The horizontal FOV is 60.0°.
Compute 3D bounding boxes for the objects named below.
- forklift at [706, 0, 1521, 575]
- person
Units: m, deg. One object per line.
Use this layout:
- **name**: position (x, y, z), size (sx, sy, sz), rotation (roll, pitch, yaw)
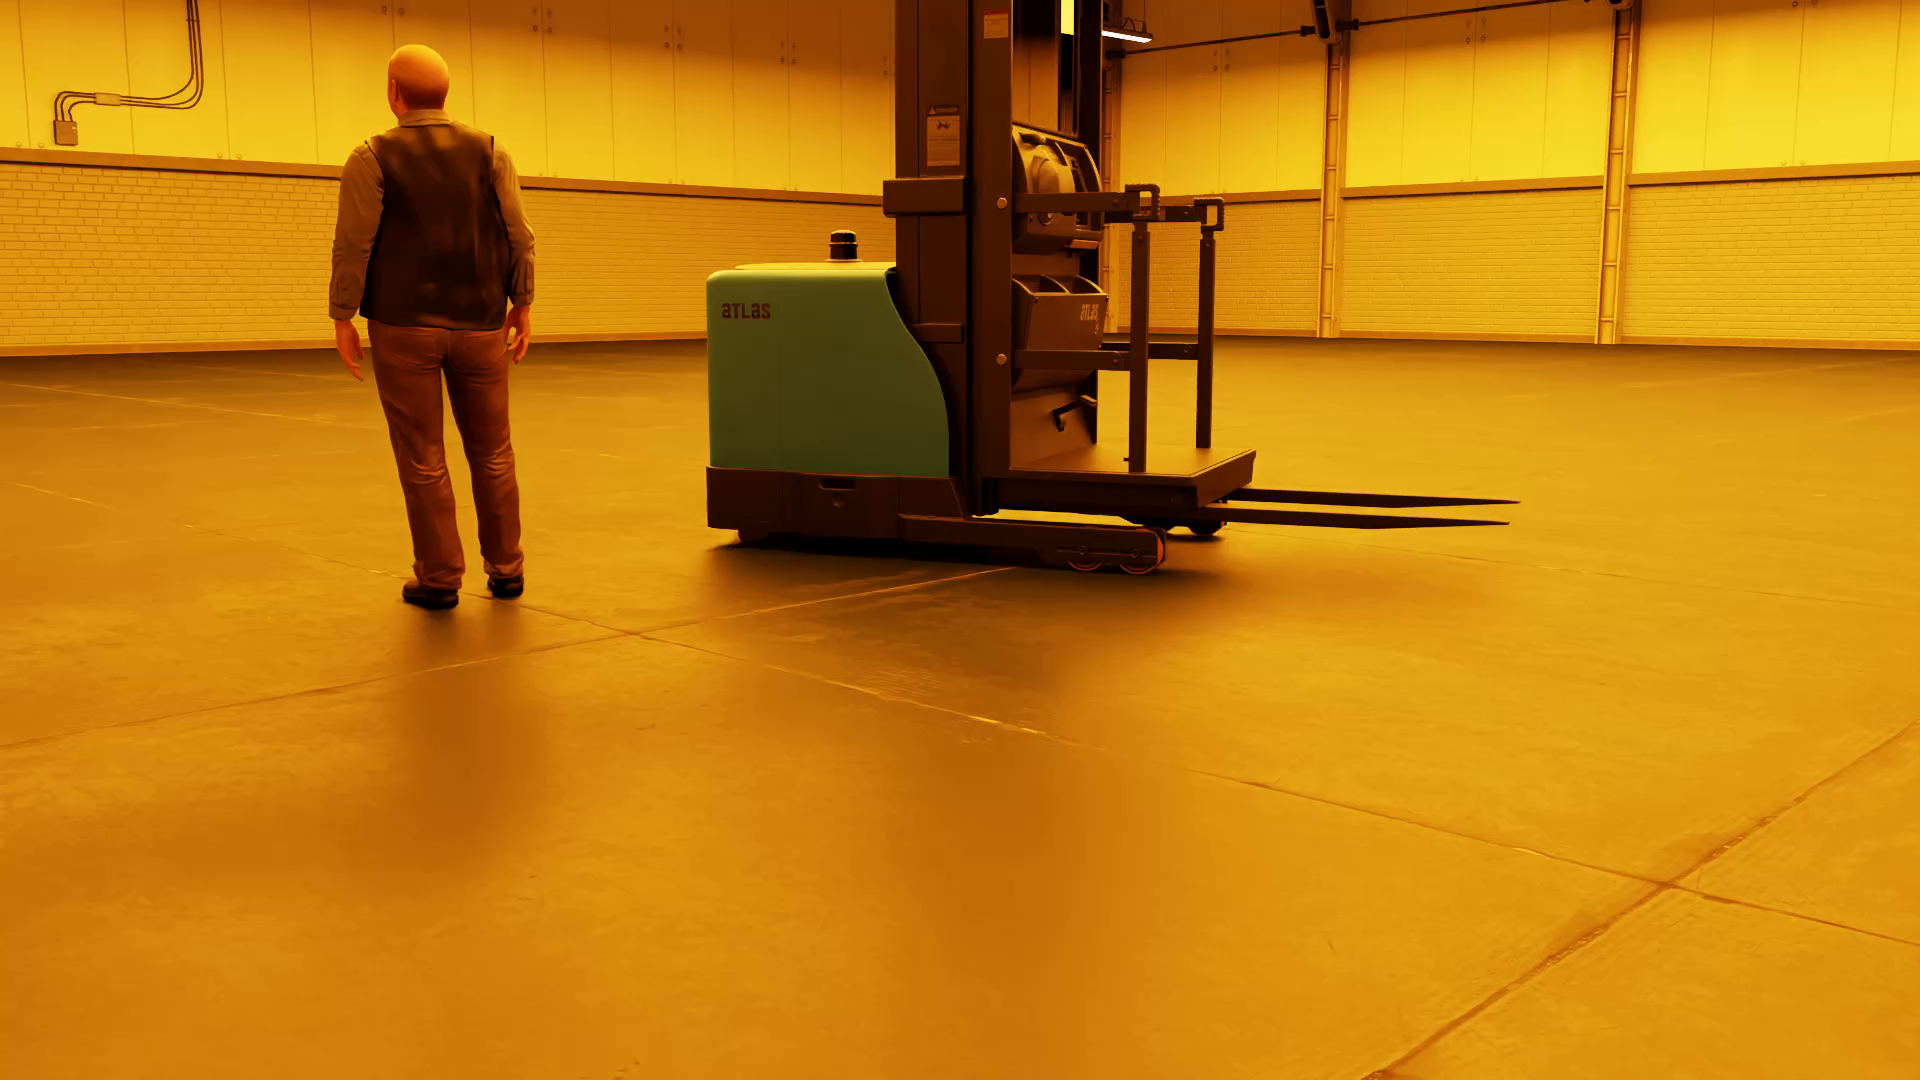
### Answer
- **forklift**: position (0.565, -1.416, 6.275), size (3.031, 2.935, 1.130), rotation (3, 9, 22)
- **person**: position (-1.665, -0.657, 5.252), size (0.633, 1.722, 0.565), rotation (-5, 10, -31)
